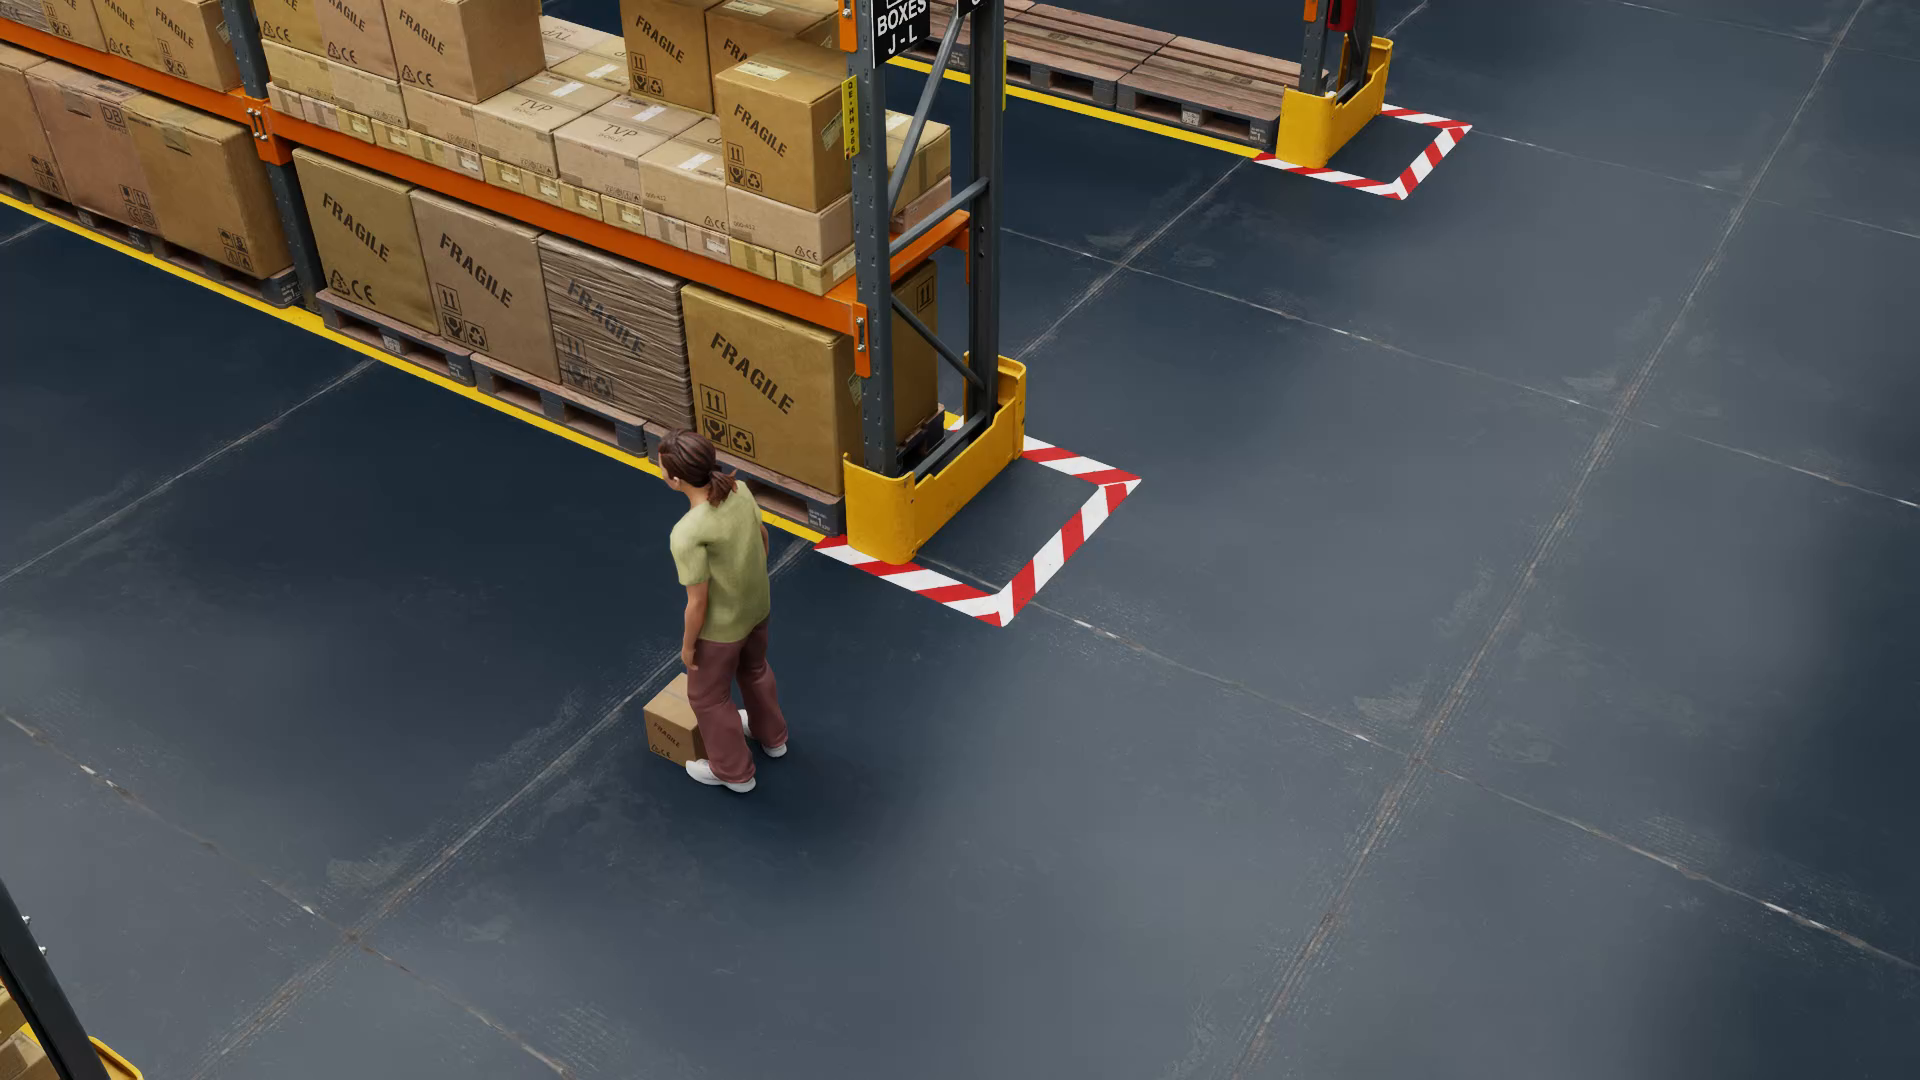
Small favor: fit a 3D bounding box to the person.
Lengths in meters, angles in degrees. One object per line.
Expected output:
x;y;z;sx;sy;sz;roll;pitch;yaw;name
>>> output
-0.908;0.280;6.331;0.362;1.671;0.519;19;42;22;person
